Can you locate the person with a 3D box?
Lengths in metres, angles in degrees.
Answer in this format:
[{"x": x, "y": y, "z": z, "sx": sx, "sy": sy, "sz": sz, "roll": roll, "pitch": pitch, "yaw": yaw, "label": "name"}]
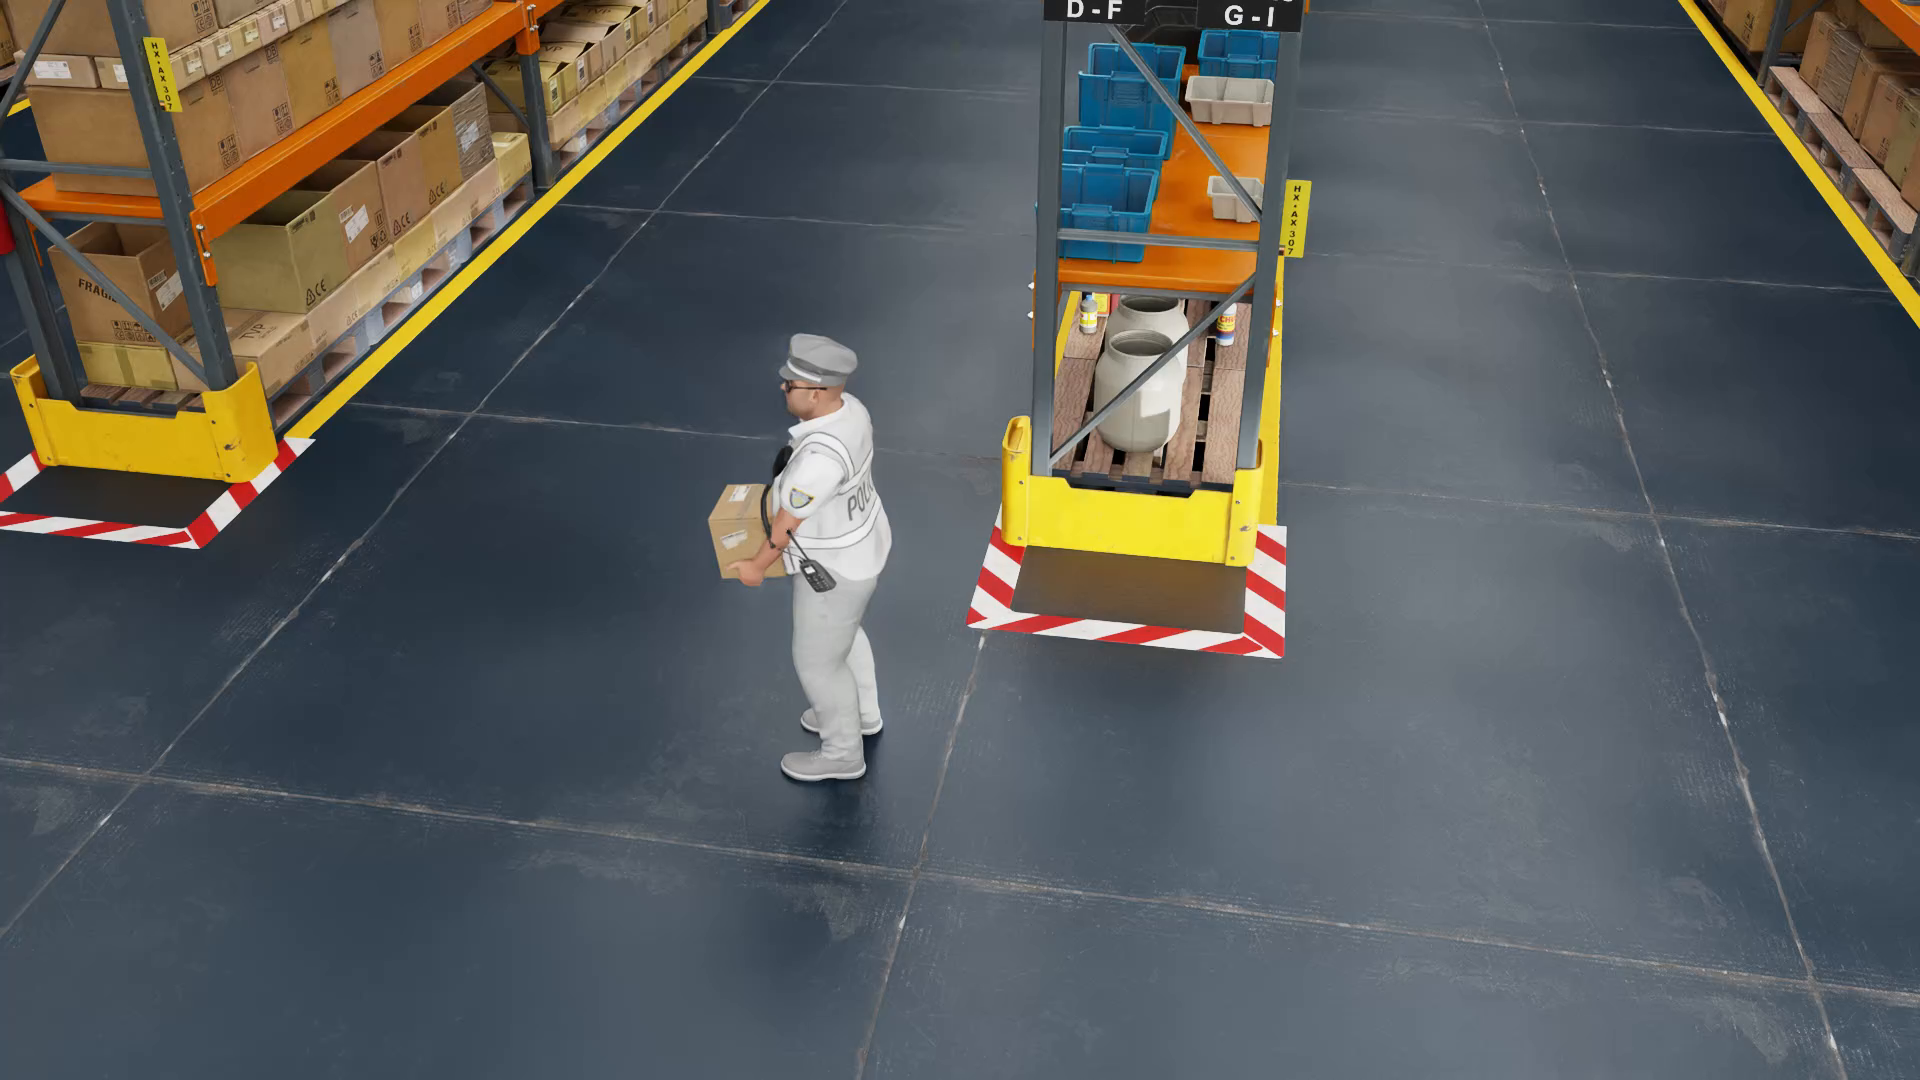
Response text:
[{"x": -0.547, "y": 0.070, "z": 6.010, "sx": 0.568, "sy": 1.770, "sz": 0.490, "roll": 5, "pitch": 33, "yaw": 8, "label": "person"}]
